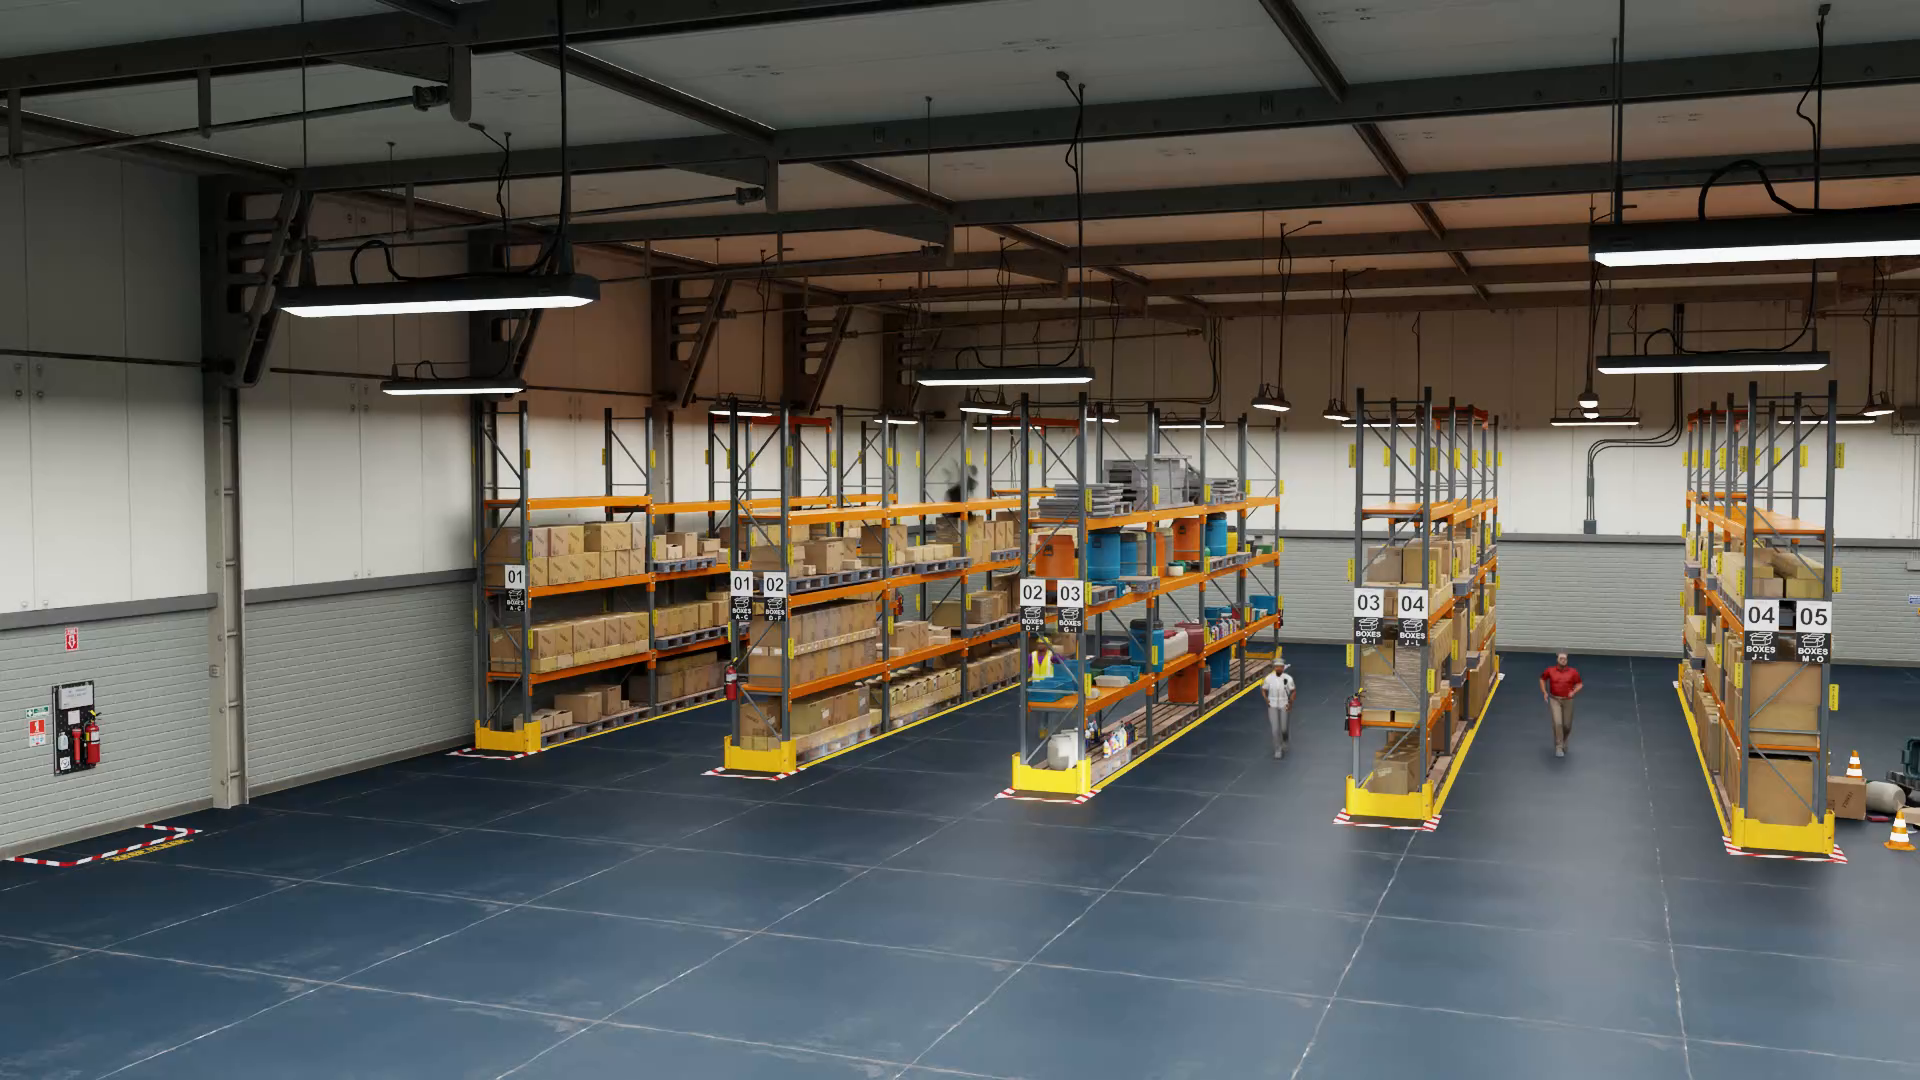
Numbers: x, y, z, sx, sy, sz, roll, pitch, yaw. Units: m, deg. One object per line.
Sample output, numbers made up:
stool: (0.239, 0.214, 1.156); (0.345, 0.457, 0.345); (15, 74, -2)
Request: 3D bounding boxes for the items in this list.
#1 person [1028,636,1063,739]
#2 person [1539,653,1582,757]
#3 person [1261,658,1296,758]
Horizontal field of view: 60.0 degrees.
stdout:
person: (1.481, 2.650, 30.042); (0.681, 1.836, 0.808); (1, 3, 25)
person: (10.195, 2.766, 28.206); (0.684, 1.720, 0.835); (1, 3, 12)
person: (5.367, 2.815, 28.054); (0.584, 1.667, 0.537); (1, 3, 15)
